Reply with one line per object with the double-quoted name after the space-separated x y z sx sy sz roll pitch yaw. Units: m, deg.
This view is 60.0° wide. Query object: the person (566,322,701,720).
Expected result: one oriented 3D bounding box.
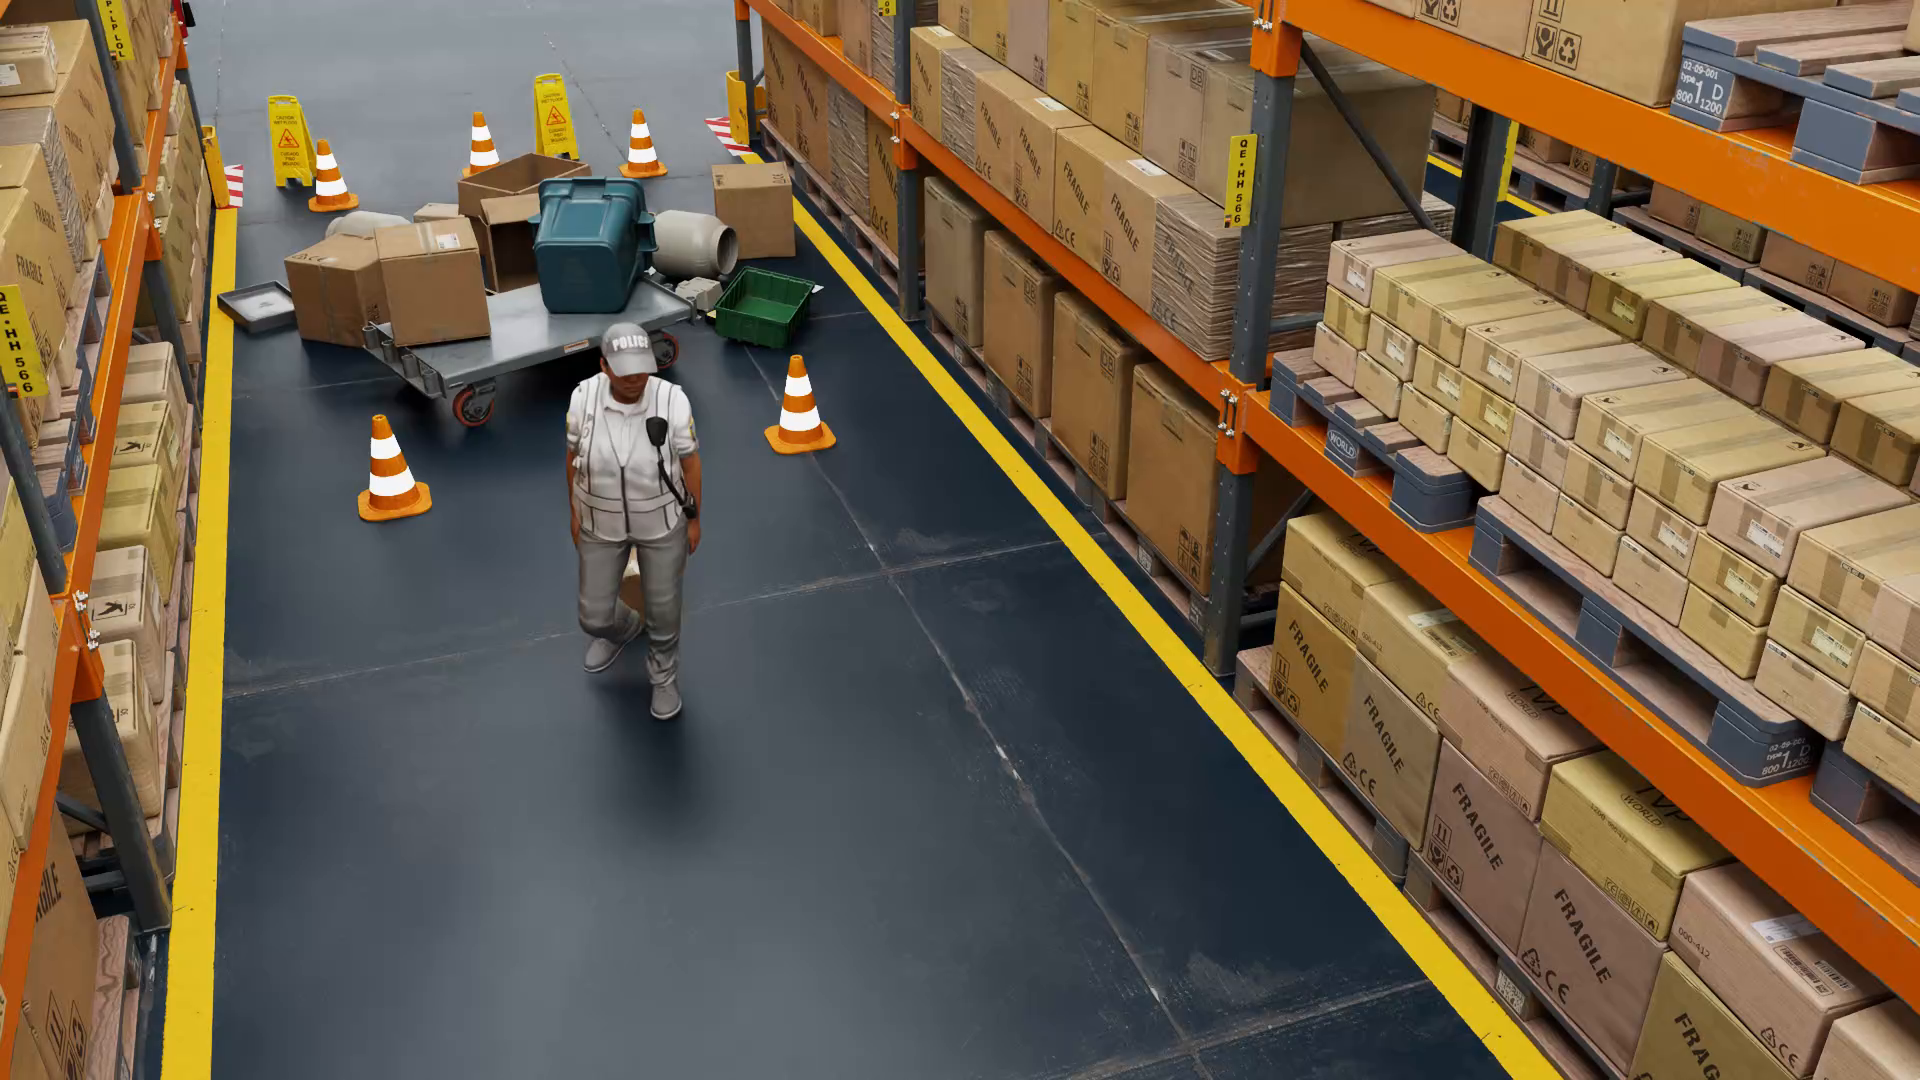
-1.238 -0.084 6.270 0.557 1.656 0.572 -2 30 -4 "person"
